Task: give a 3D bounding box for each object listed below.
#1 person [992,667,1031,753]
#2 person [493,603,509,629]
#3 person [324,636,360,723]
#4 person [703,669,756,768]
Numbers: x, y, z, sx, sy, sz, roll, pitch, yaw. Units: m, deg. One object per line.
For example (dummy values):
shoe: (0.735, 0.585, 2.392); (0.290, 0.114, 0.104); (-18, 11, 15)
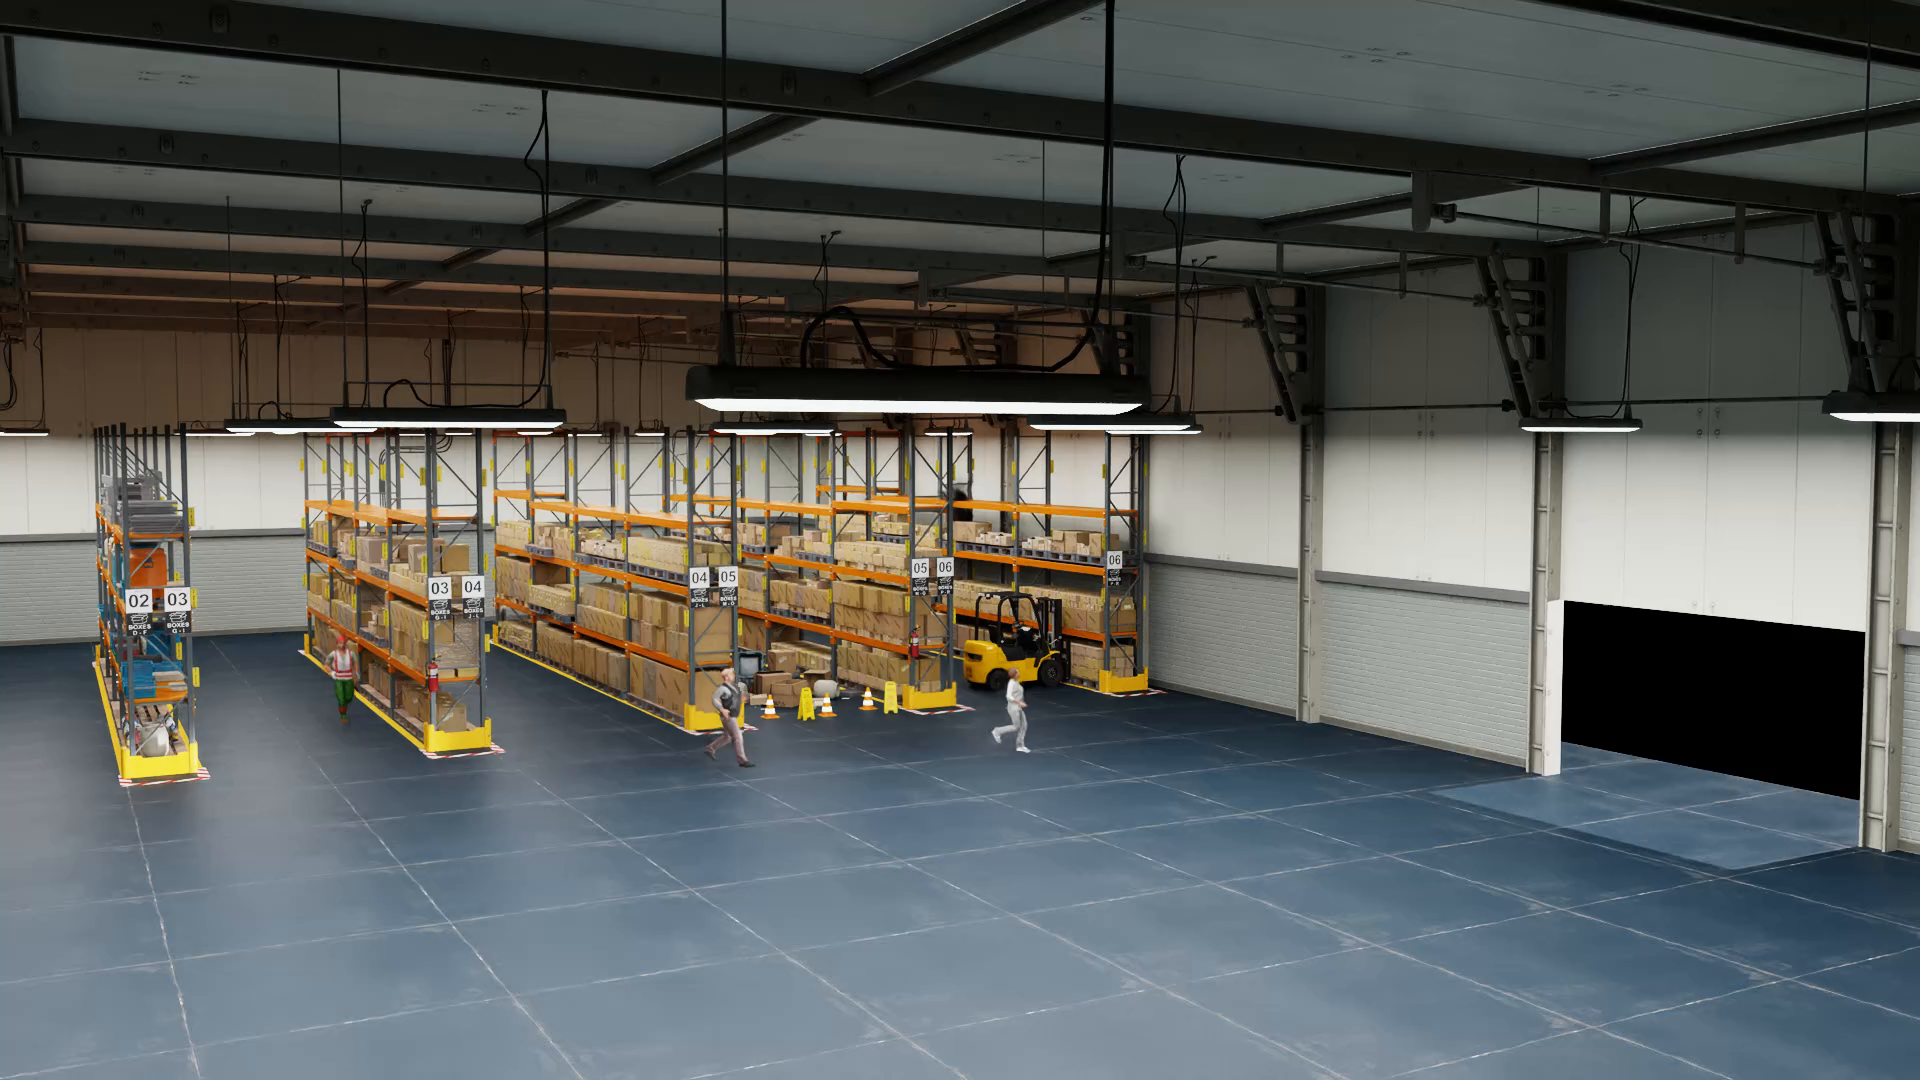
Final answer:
person: (0.955, 3.101, 30.452); (0.723, 1.578, 0.545); (1, 4, 15)
person: (-13.232, 1.995, 48.101); (0.587, 1.684, 0.685); (0, 3, -7)
person: (-12.527, 2.819, 33.698); (0.656, 1.743, 0.615); (-2, 4, -31)
person: (-4.005, 3.088, 28.913); (0.948, 1.704, 0.657); (0, 3, 5)
